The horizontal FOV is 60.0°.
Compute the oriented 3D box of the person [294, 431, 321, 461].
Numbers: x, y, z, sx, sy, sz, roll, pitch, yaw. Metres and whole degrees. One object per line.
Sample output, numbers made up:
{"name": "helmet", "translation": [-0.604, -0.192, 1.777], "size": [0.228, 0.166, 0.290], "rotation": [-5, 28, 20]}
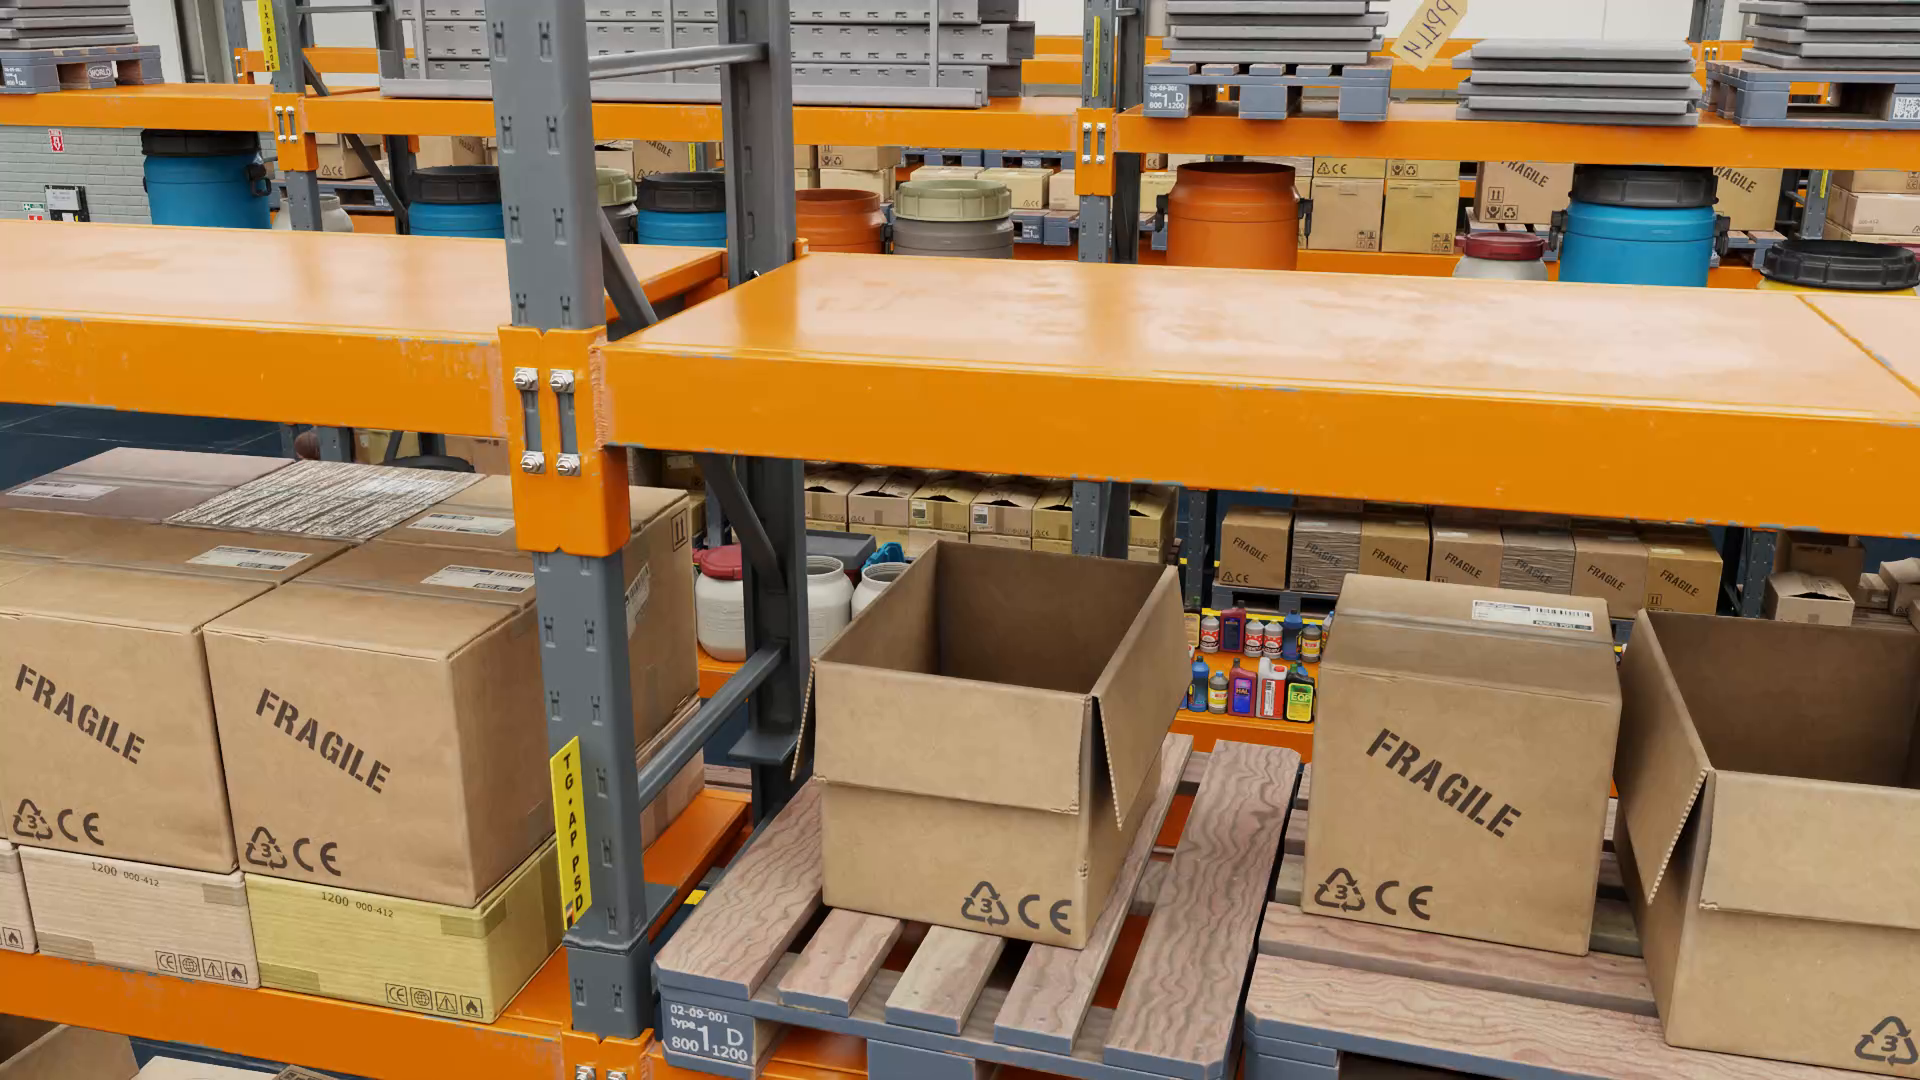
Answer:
{"name": "person", "translation": [-4.732, -0.002, 12.123], "size": [0.680, 1.607, 0.451], "rotation": [0, 19, 0]}
